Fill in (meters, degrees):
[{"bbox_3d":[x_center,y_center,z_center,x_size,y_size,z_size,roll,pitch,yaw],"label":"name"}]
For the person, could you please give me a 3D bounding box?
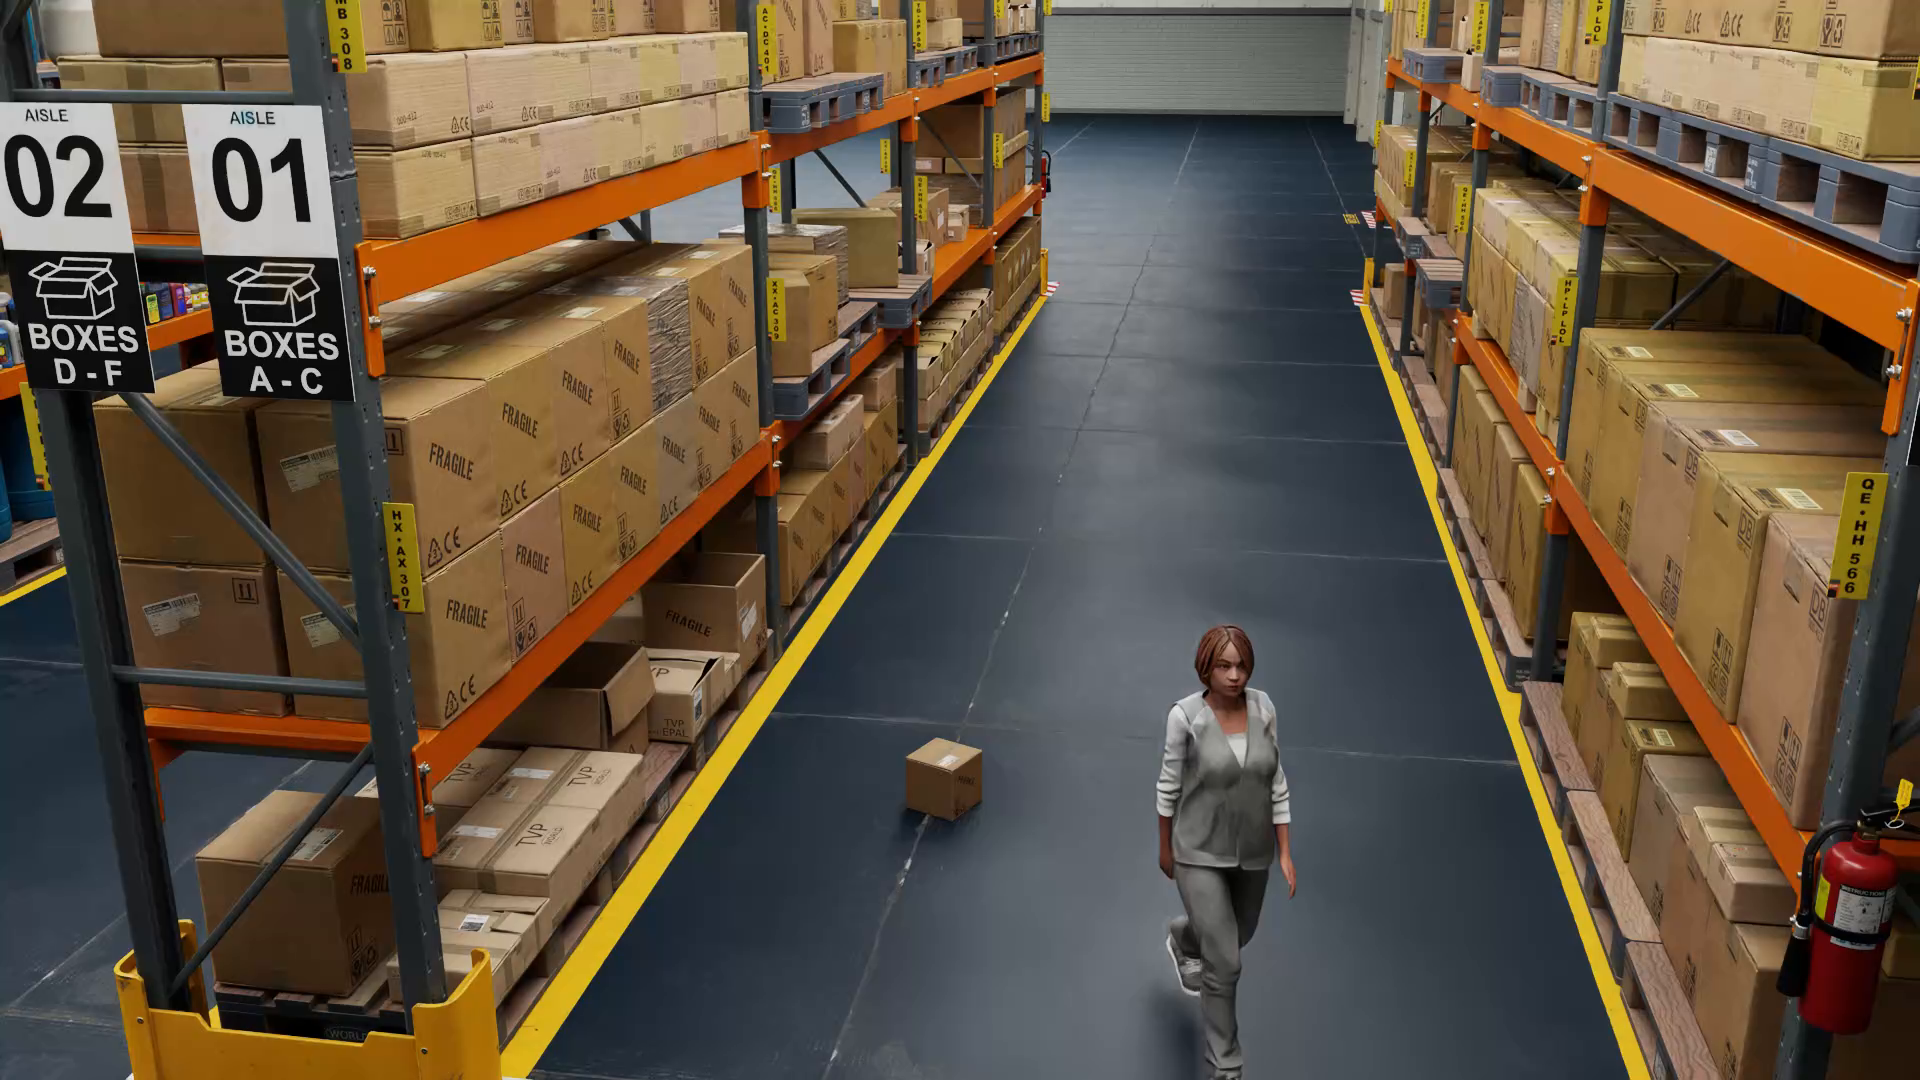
[{"bbox_3d":[0.859,1.010,5.471,0.406,1.549,0.882,-6,19,-18],"label":"person"}]
